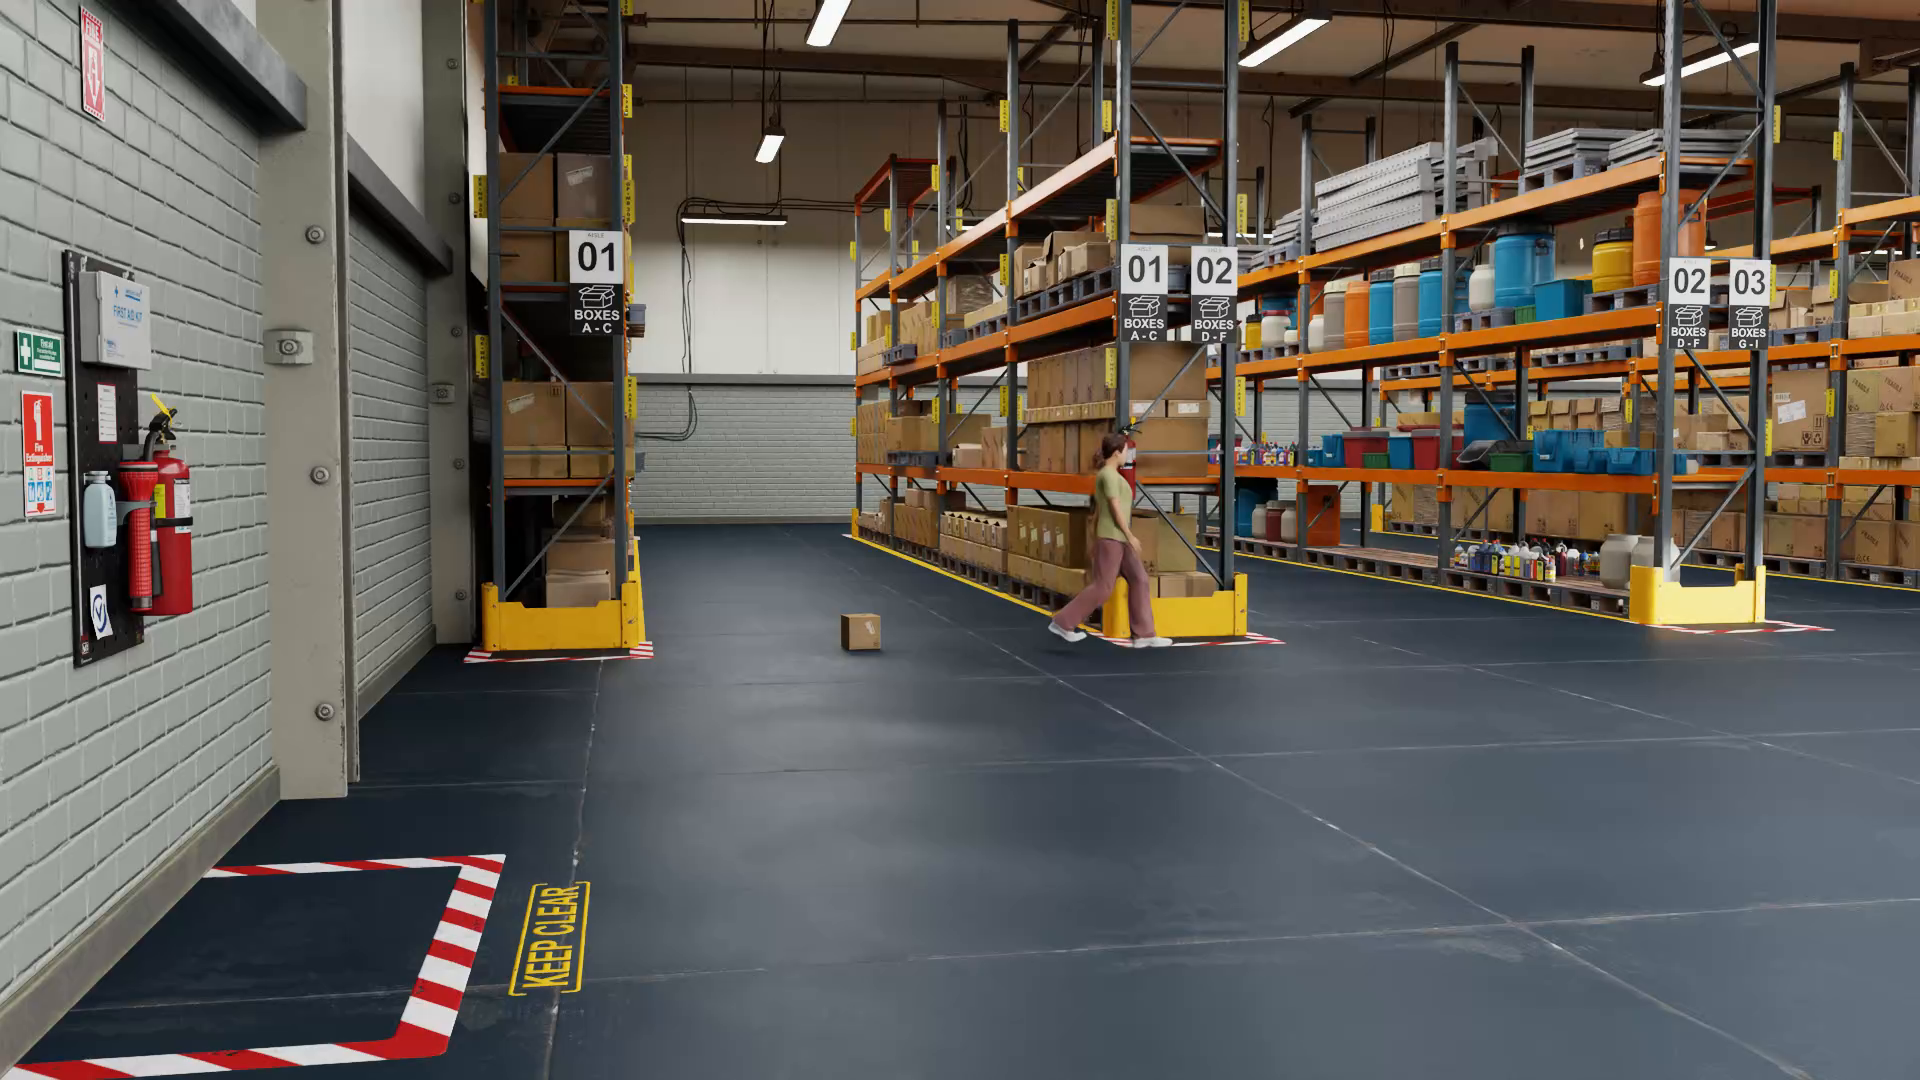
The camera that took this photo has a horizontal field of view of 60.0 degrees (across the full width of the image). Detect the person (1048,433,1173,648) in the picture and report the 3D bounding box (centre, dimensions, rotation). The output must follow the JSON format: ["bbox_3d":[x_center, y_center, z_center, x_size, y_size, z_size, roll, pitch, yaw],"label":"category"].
[{"bbox_3d":[1.144,0.004,12.614,0.945,1.635,0.452,0,3,4],"label":"person"}]
